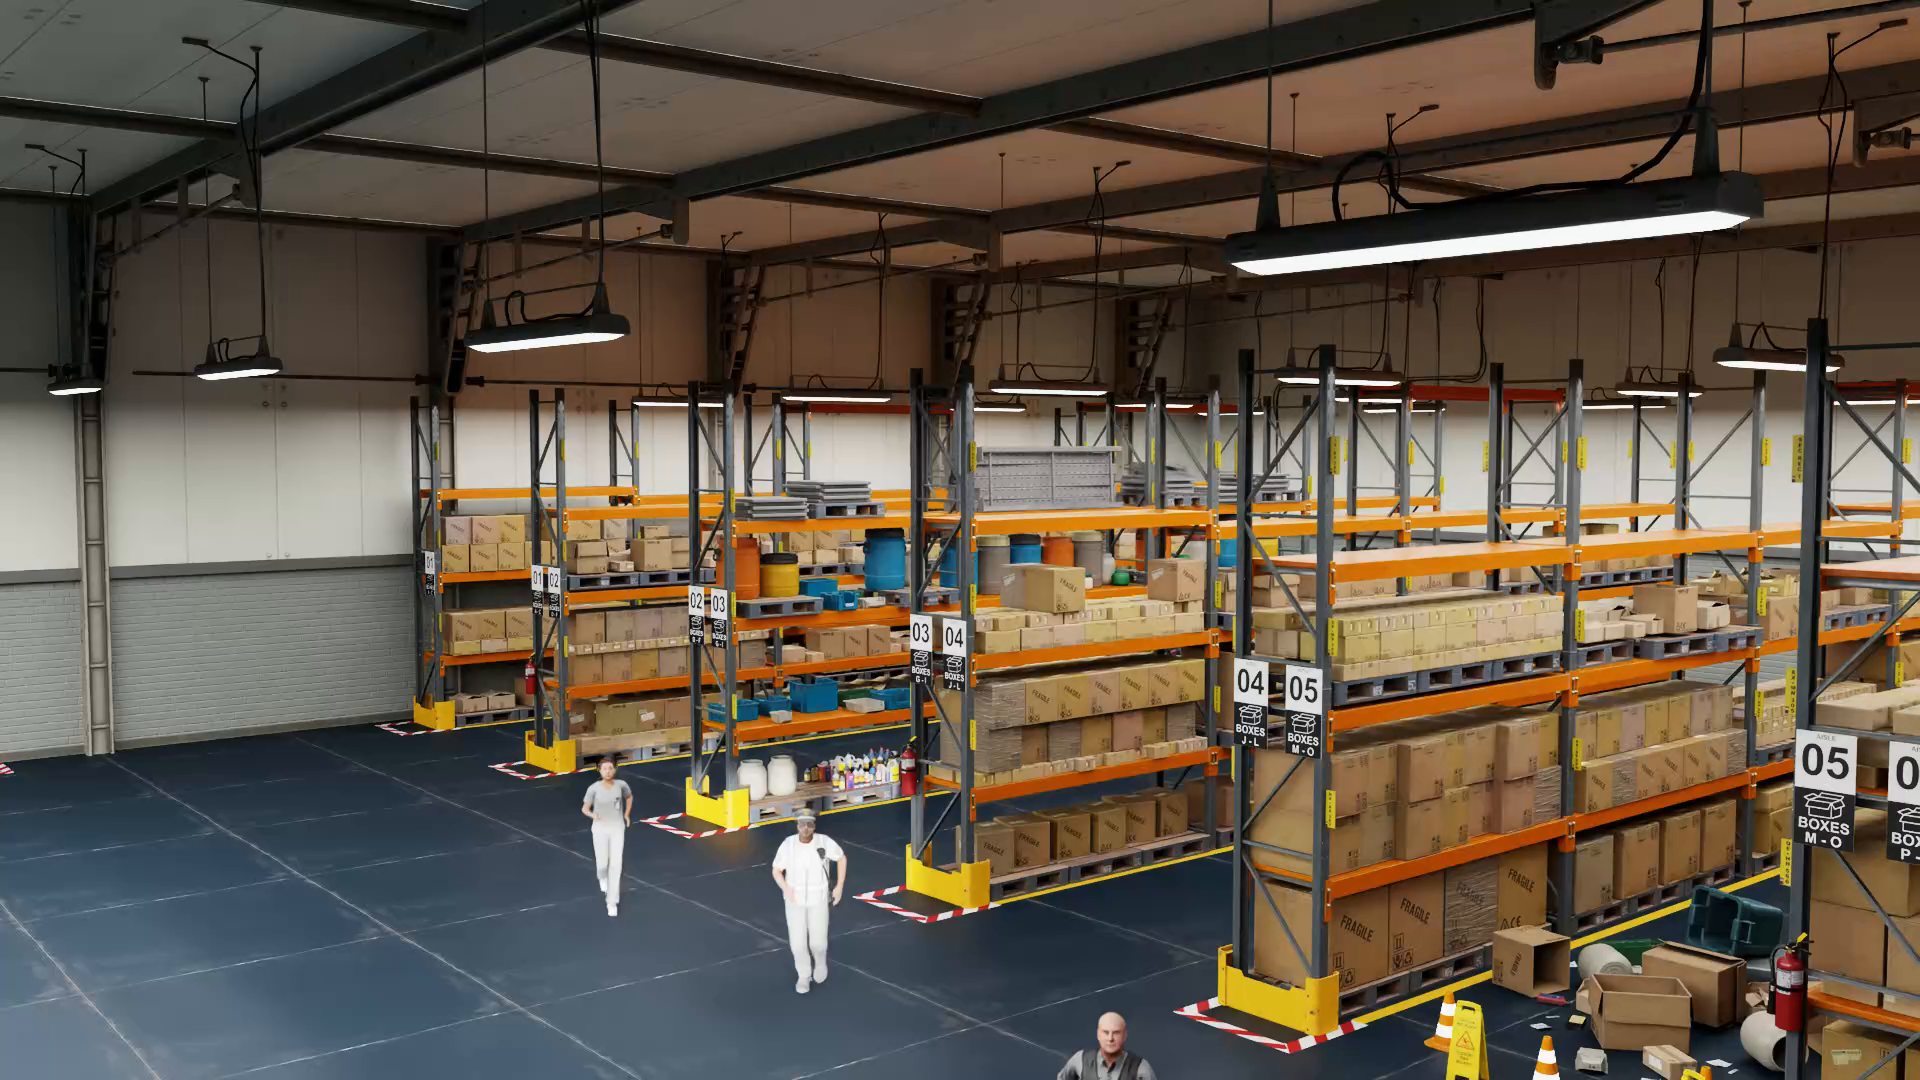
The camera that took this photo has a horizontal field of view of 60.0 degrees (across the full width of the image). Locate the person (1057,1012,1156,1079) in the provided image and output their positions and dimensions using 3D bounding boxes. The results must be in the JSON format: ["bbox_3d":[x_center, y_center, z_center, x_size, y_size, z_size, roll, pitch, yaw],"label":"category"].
[{"bbox_3d":[0.892,3.713,9.967,0.629,1.780,0.776,0,3,5],"label":"person"}]

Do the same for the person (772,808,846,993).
[{"bbox_3d":[-1.415,3.377,15.614,0.696,1.752,0.607,0,3,-4],"label":"person"}]

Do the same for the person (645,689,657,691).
[{"bbox_3d":[-5.435,2.569,29.130,0.687,1.751,0.690,3,5,45],"label":"person"}]

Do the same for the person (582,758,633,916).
[{"bbox_3d":[-3.892,3.237,18.421,0.568,1.663,0.935,-1,3,-16],"label":"person"}]
